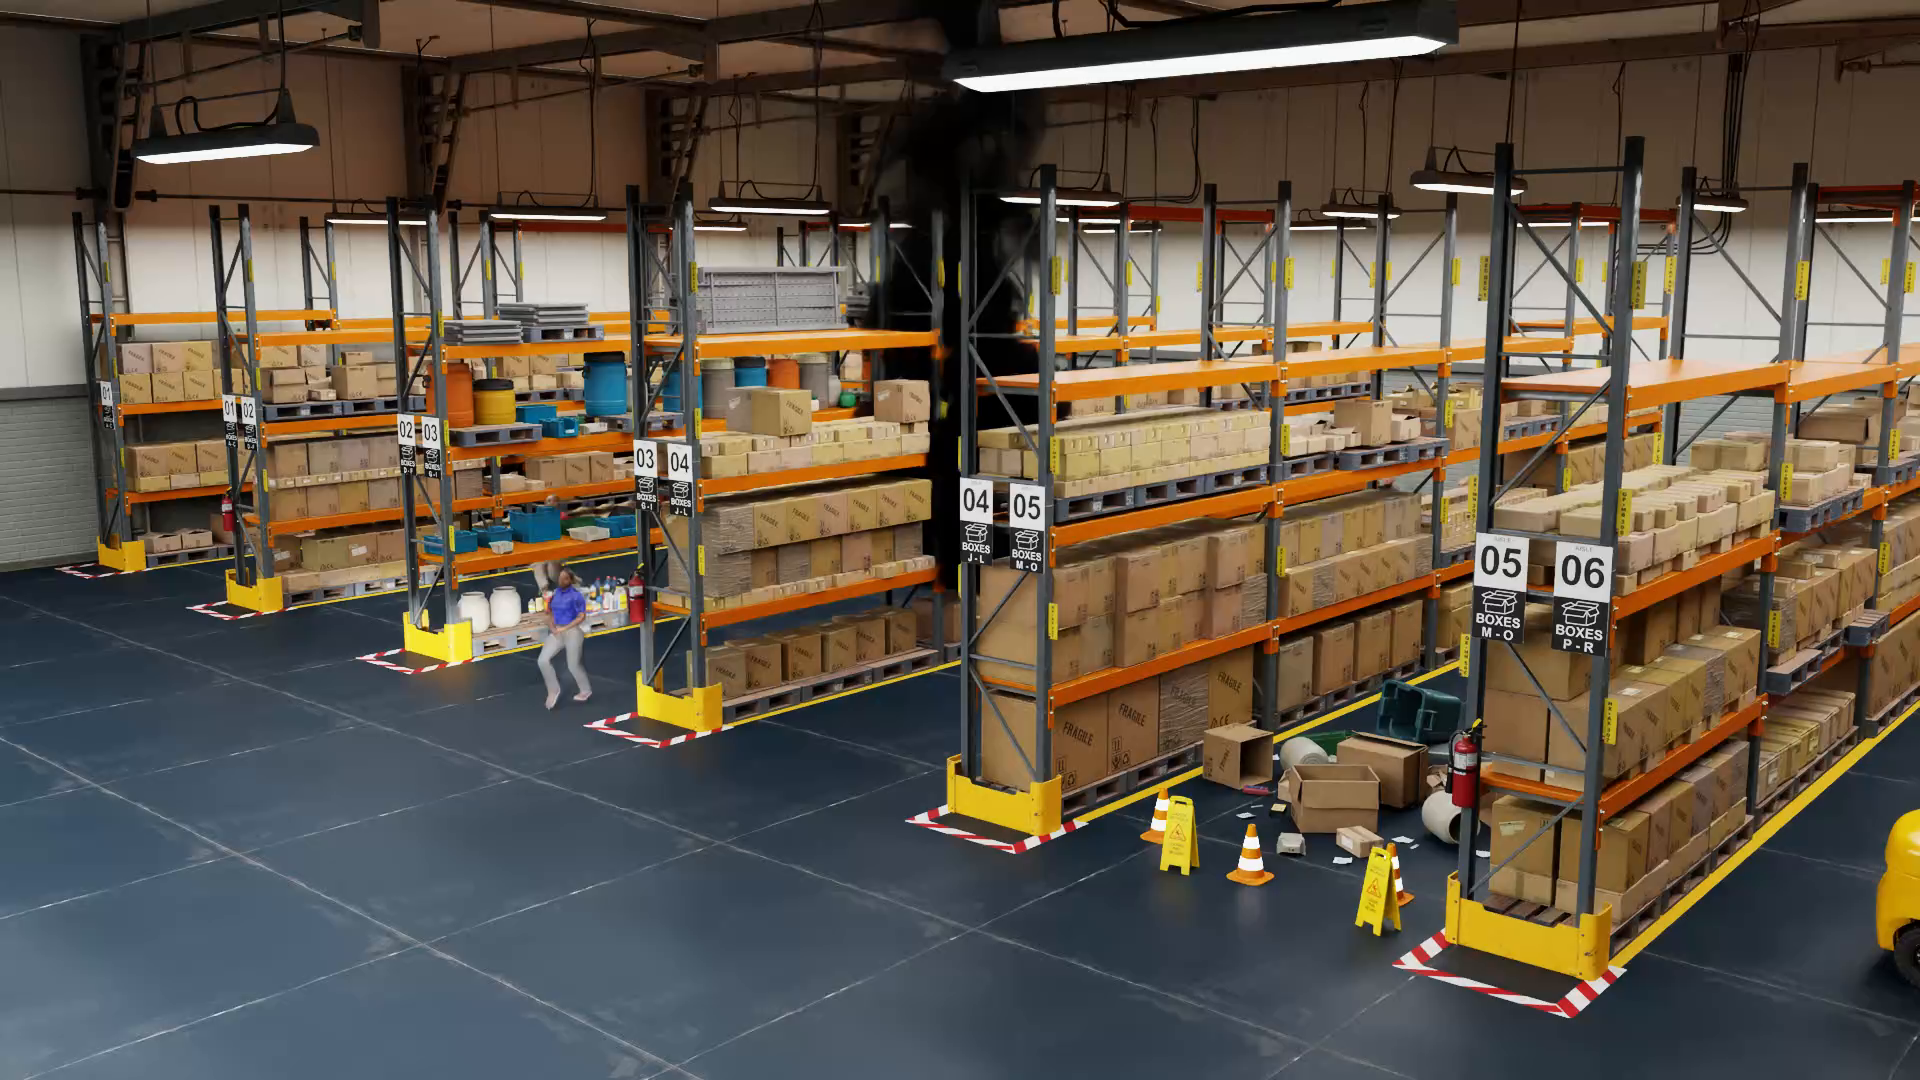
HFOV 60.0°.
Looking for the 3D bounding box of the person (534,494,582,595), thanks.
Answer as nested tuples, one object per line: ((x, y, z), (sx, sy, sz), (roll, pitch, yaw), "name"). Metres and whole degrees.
((-6.201, 0.130, 25.394), (0.672, 1.683, 0.779), (9, 13, 42), "person")

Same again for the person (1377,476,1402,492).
((7.129, -0.295, 27.908), (0.707, 1.682, 0.732), (5, 11, 29), "person")

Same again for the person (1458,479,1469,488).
((8.108, -0.133, 26.869), (0.721, 1.736, 0.680), (7, 12, 38), "person")

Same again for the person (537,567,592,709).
((-4.617, 1.145, 19.519), (0.585, 1.674, 0.662), (6, 11, 30), "person")
